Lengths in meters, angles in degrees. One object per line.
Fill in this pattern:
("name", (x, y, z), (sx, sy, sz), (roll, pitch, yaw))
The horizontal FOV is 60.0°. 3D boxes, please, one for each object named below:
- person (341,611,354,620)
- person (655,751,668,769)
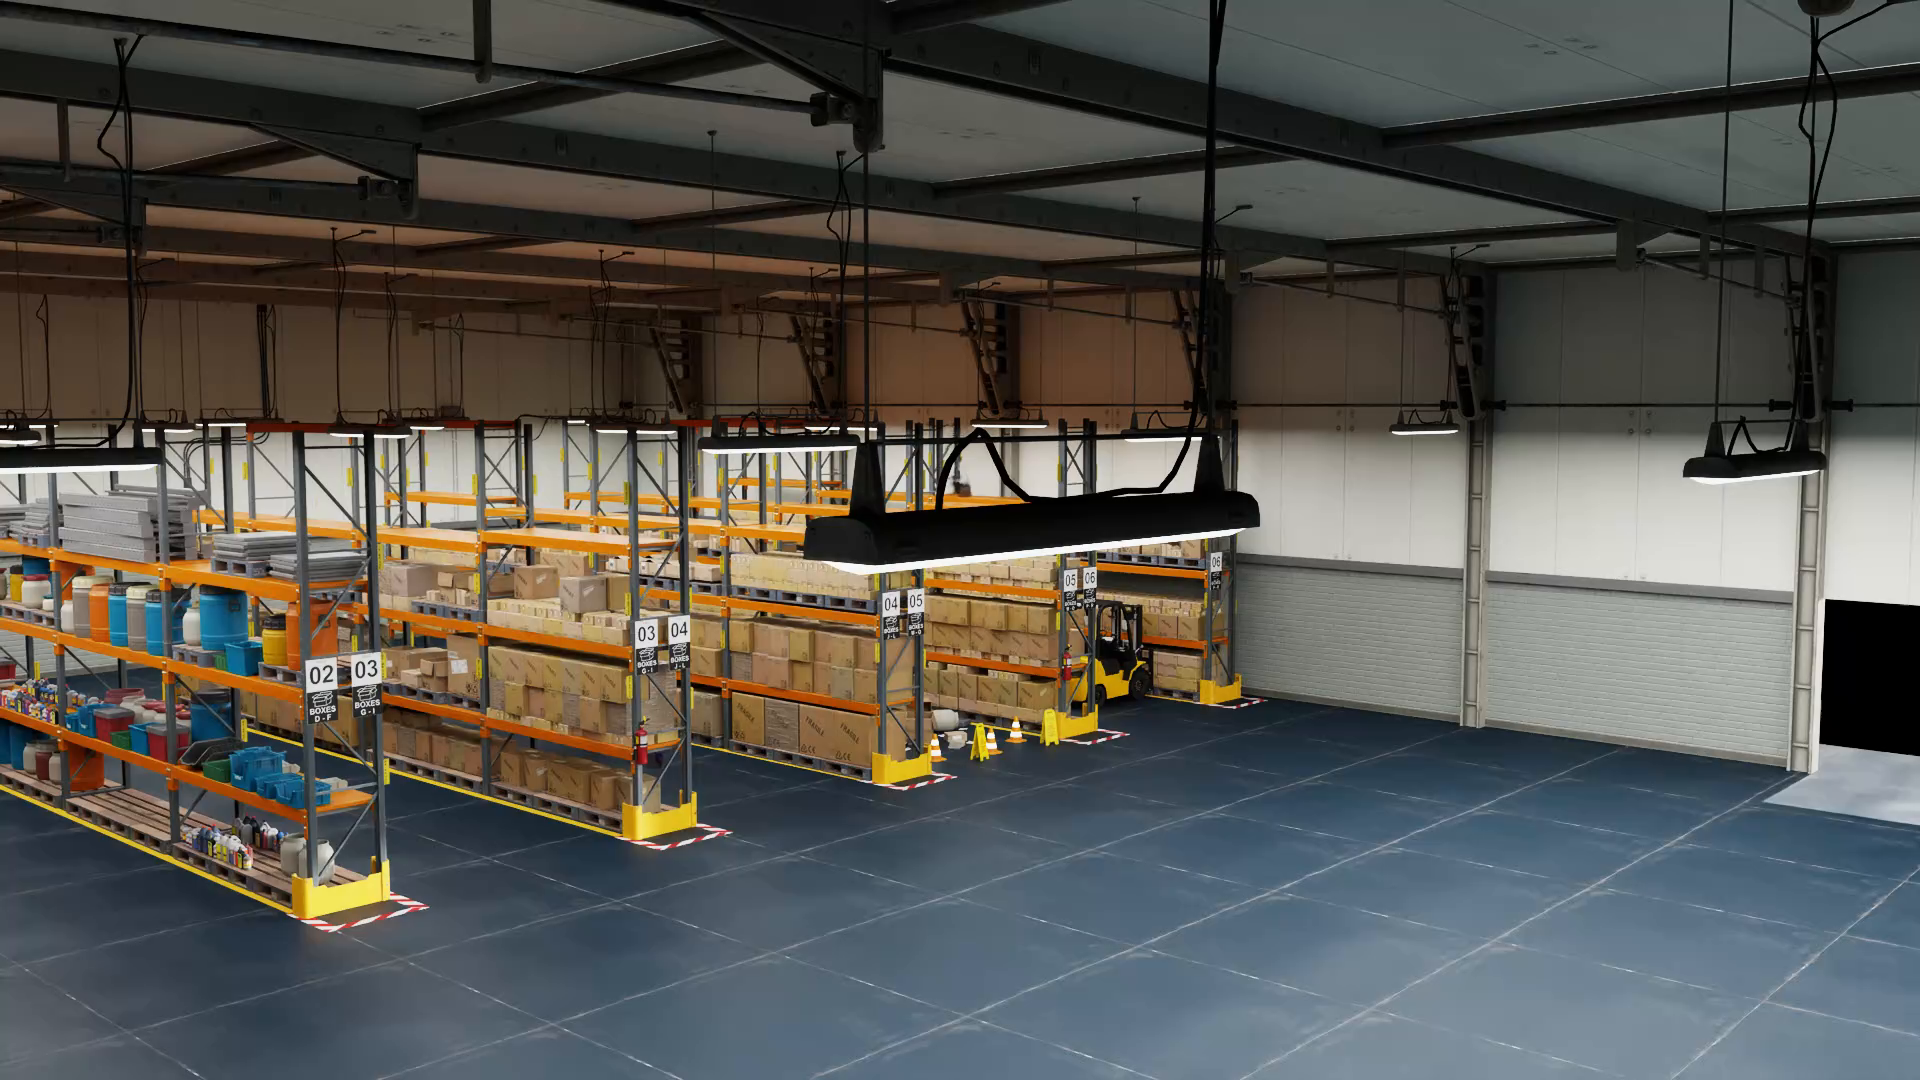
("person", (-14.049, 2.324, 38.148), (0.687, 1.750, 0.696), (0, 5, 0))
("person", (-5.442, 3.149, 29.096), (0.874, 1.695, 0.627), (3, 6, 33))
